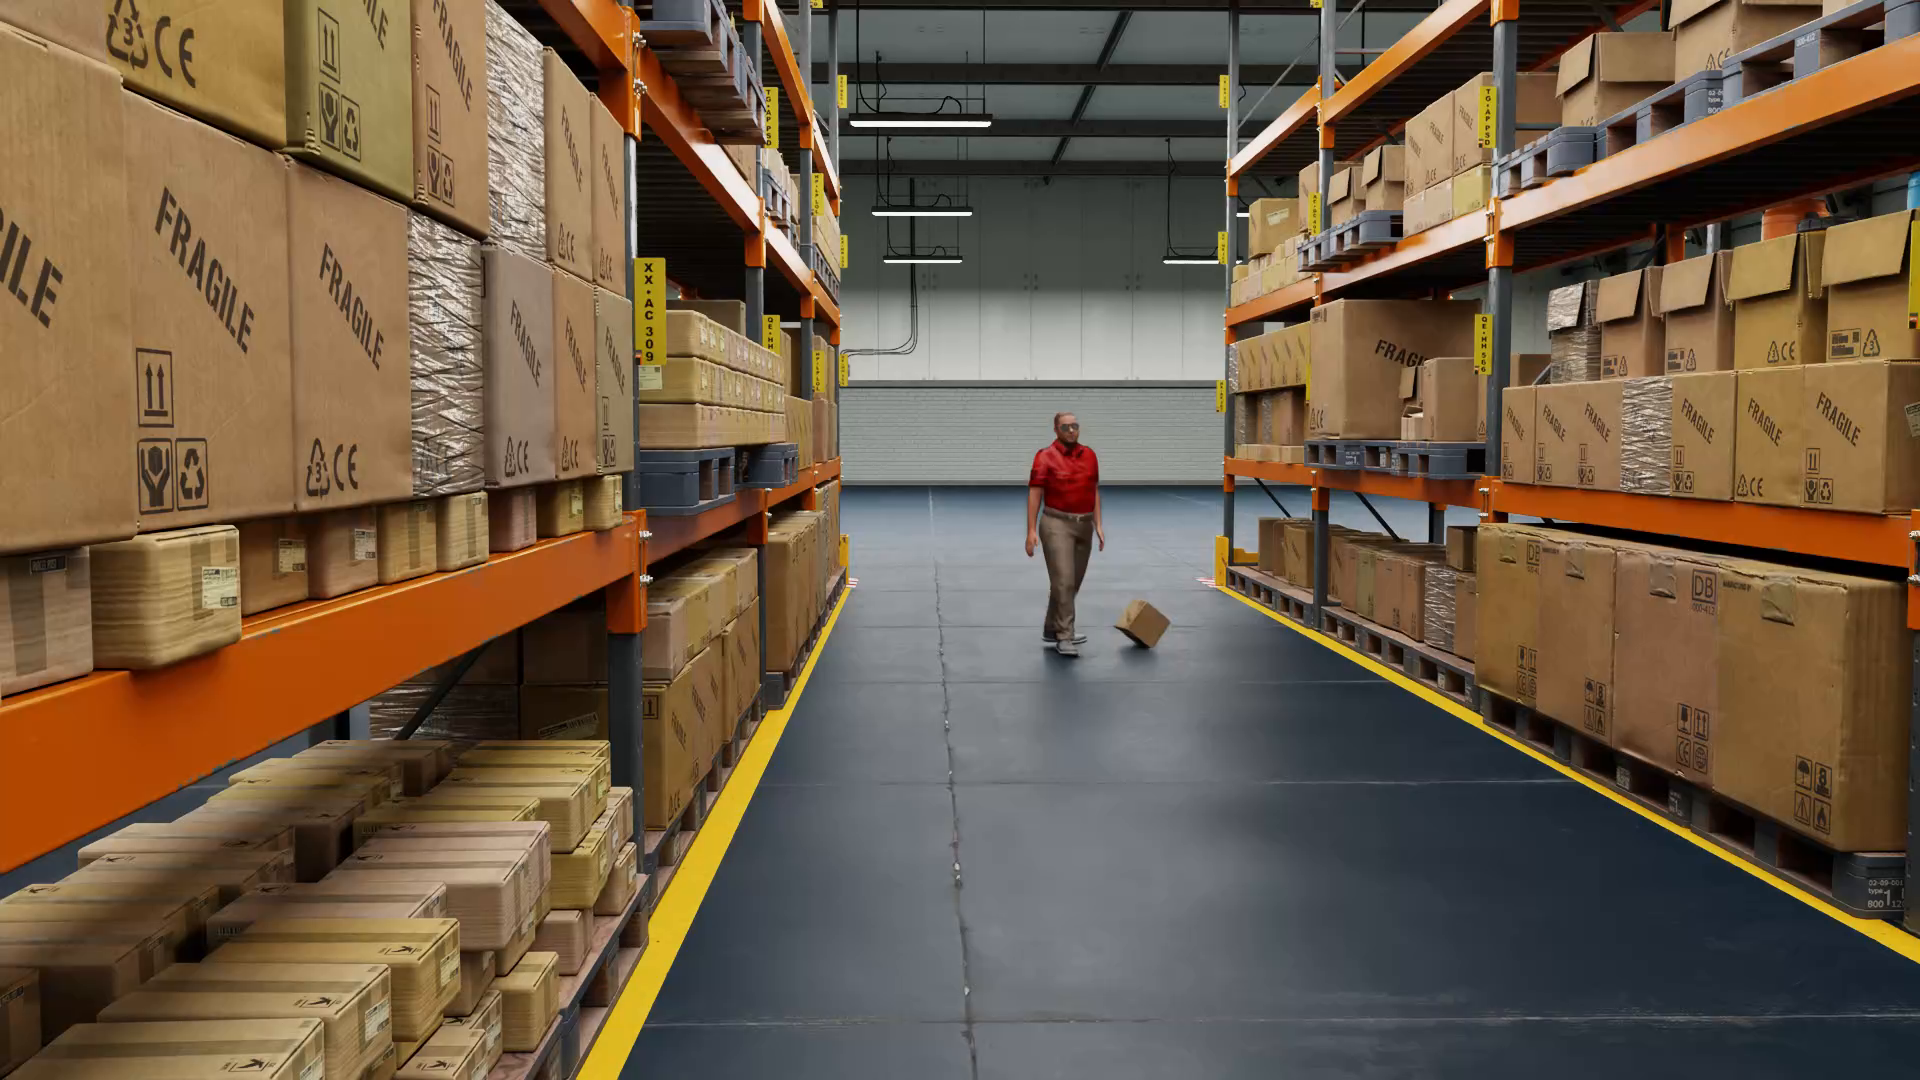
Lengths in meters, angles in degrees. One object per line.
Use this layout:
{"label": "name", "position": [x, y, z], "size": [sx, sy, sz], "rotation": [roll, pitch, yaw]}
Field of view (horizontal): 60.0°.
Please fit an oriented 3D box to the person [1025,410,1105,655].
{"label": "person", "position": [0.733, -0.063, 11.864], "size": [0.626, 1.716, 0.626], "rotation": [-3, 5, -35]}
